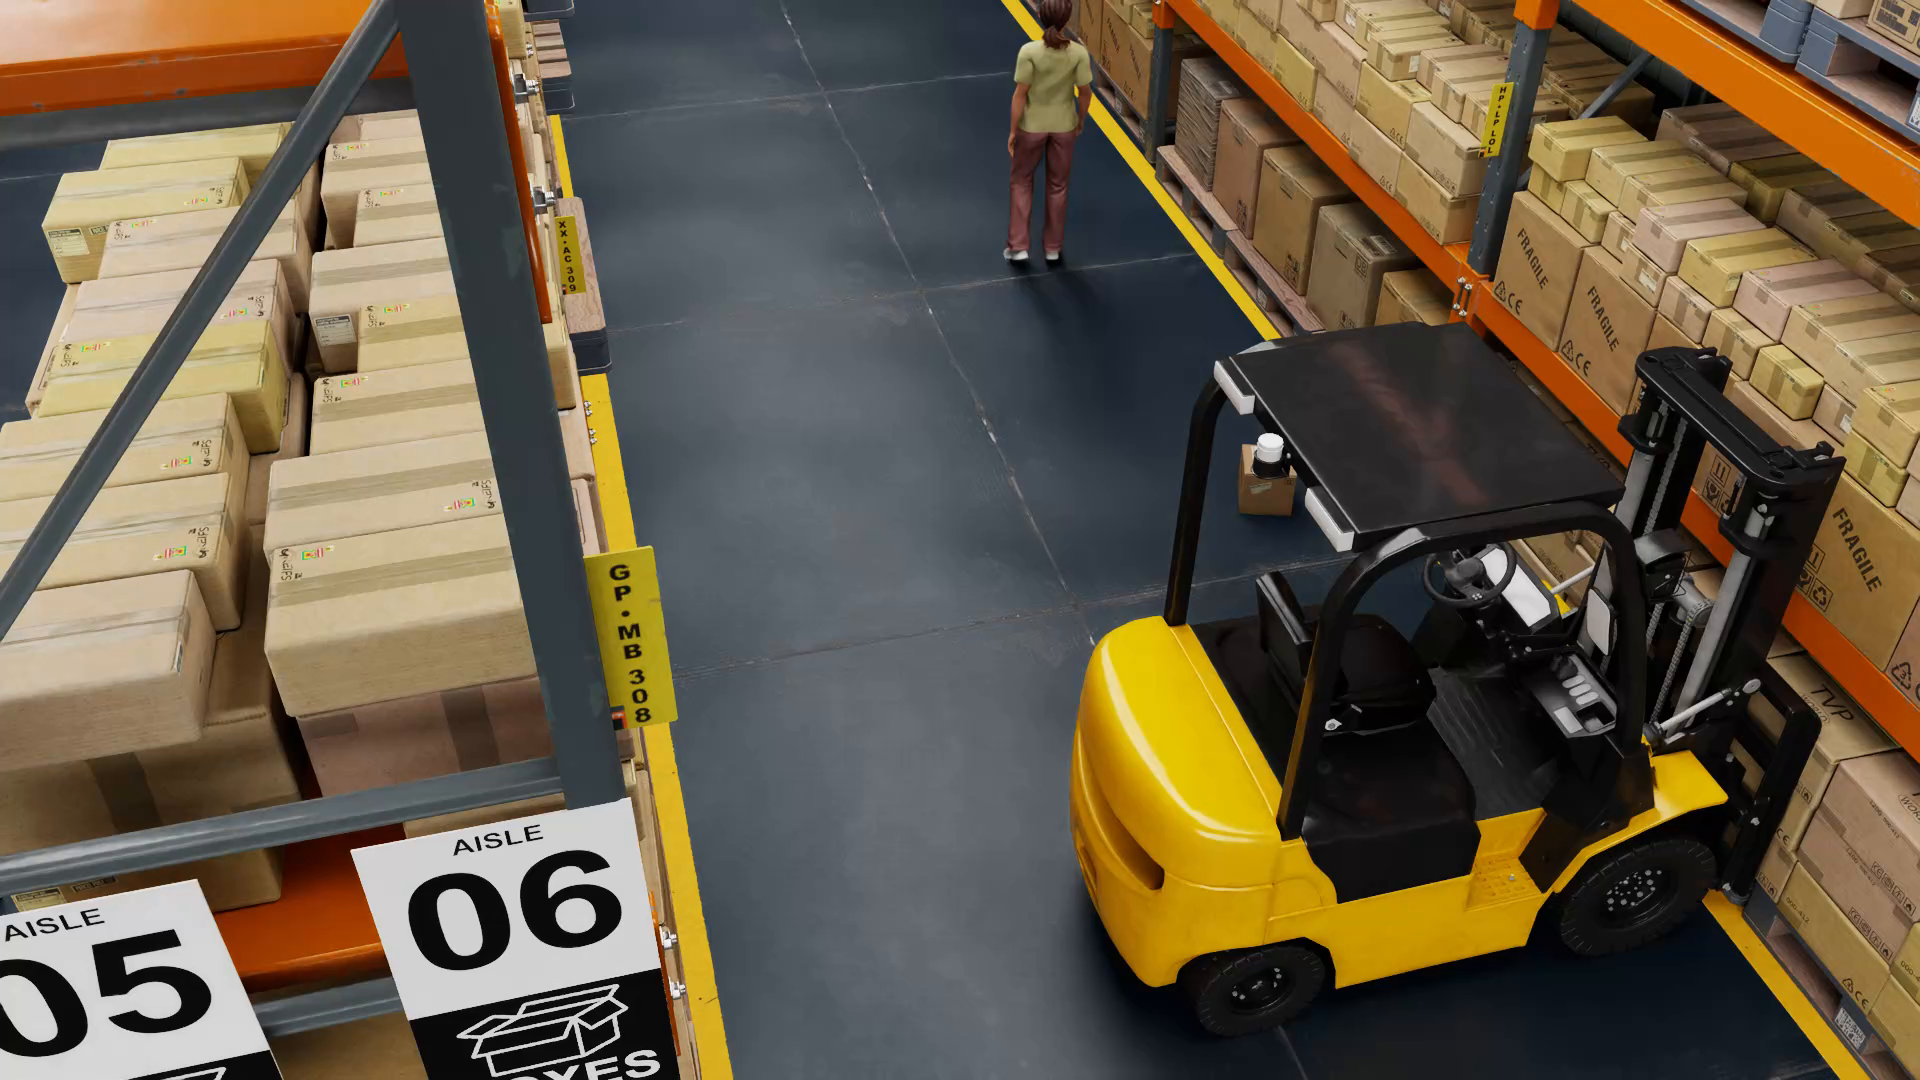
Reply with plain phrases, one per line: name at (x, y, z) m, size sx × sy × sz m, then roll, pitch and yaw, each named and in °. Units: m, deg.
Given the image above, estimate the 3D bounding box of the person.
person at (0.511, -2.378, 9.728) m, size 0.484 × 1.732 × 0.456 m, roll -3°, pitch 38°, yaw -4°
